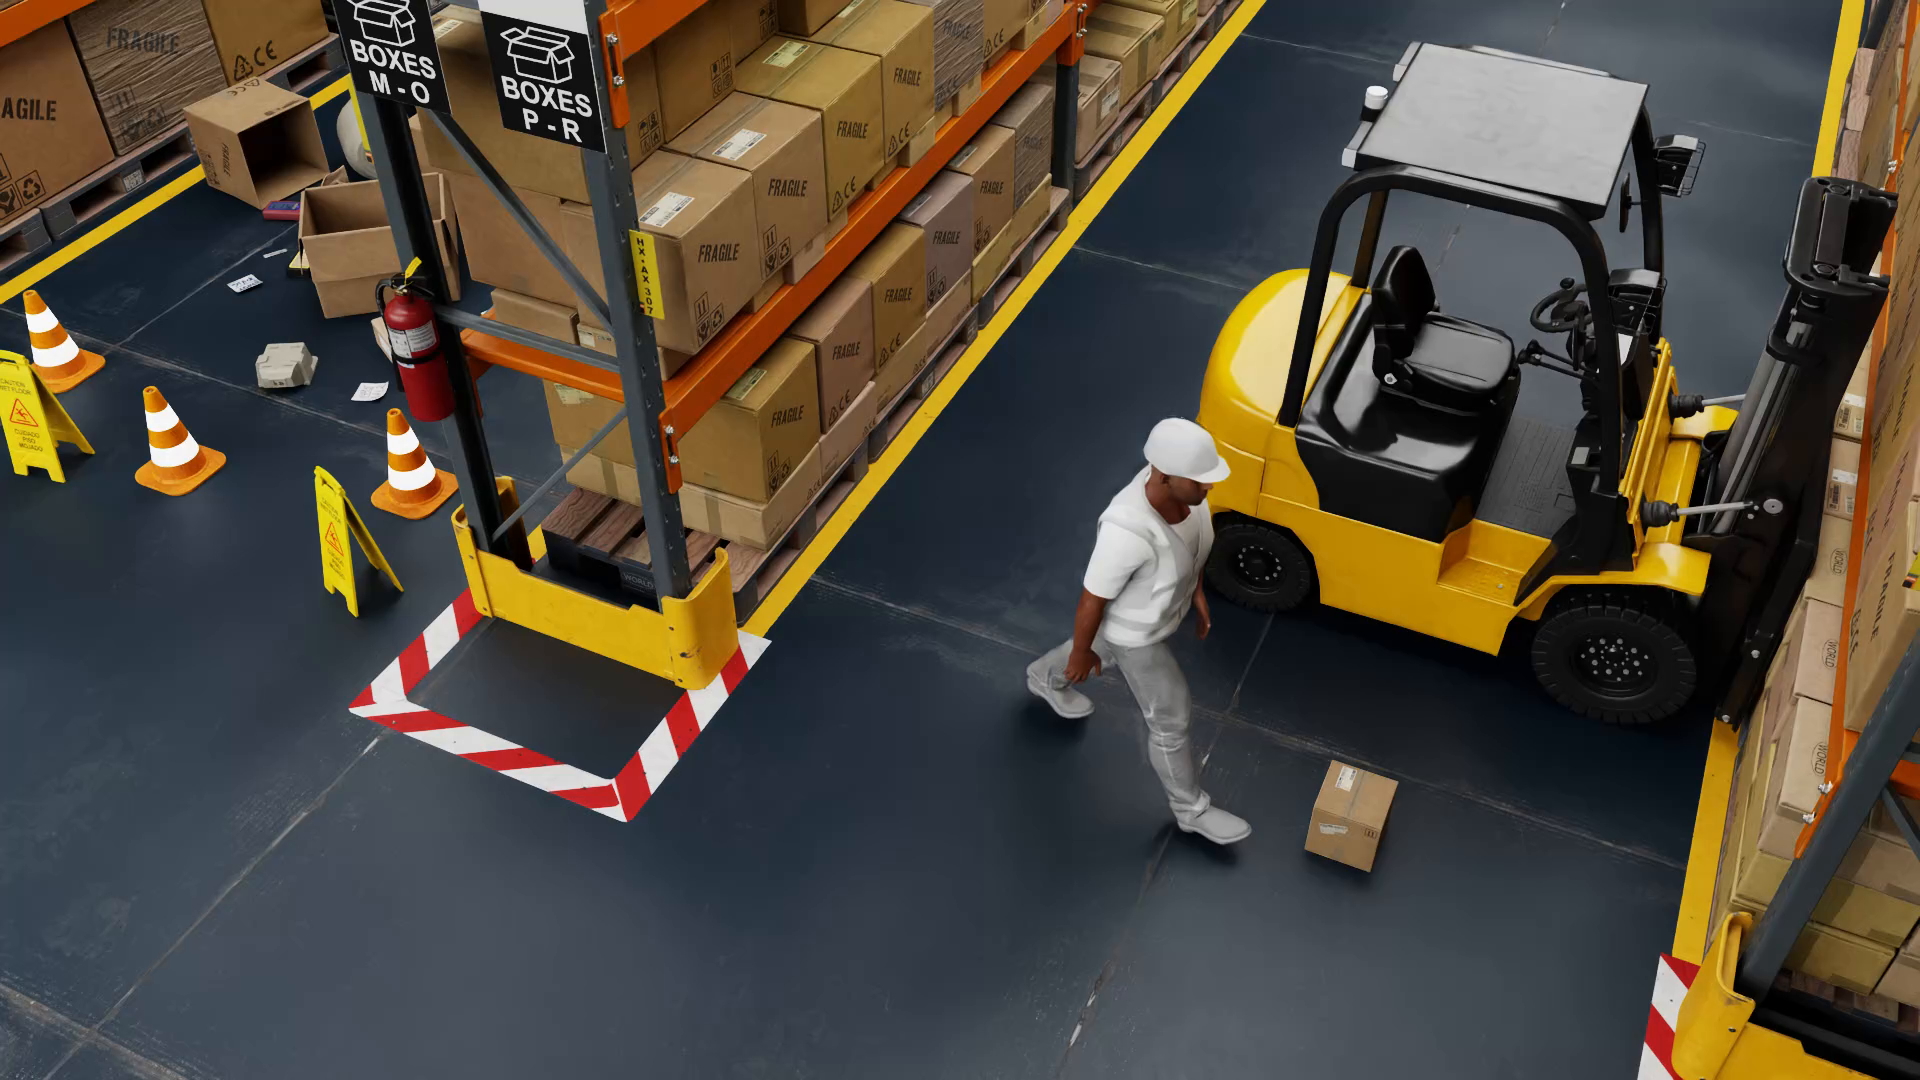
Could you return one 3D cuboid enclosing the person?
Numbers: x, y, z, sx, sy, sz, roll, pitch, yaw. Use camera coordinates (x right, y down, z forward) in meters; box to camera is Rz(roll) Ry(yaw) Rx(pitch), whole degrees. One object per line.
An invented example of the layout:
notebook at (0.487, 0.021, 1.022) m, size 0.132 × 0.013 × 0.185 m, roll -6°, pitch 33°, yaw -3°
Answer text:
person at (0.661, 0.260, 5.867) m, size 1.091 × 1.719 × 0.596 m, roll 22°, pitch 46°, yaw 23°
